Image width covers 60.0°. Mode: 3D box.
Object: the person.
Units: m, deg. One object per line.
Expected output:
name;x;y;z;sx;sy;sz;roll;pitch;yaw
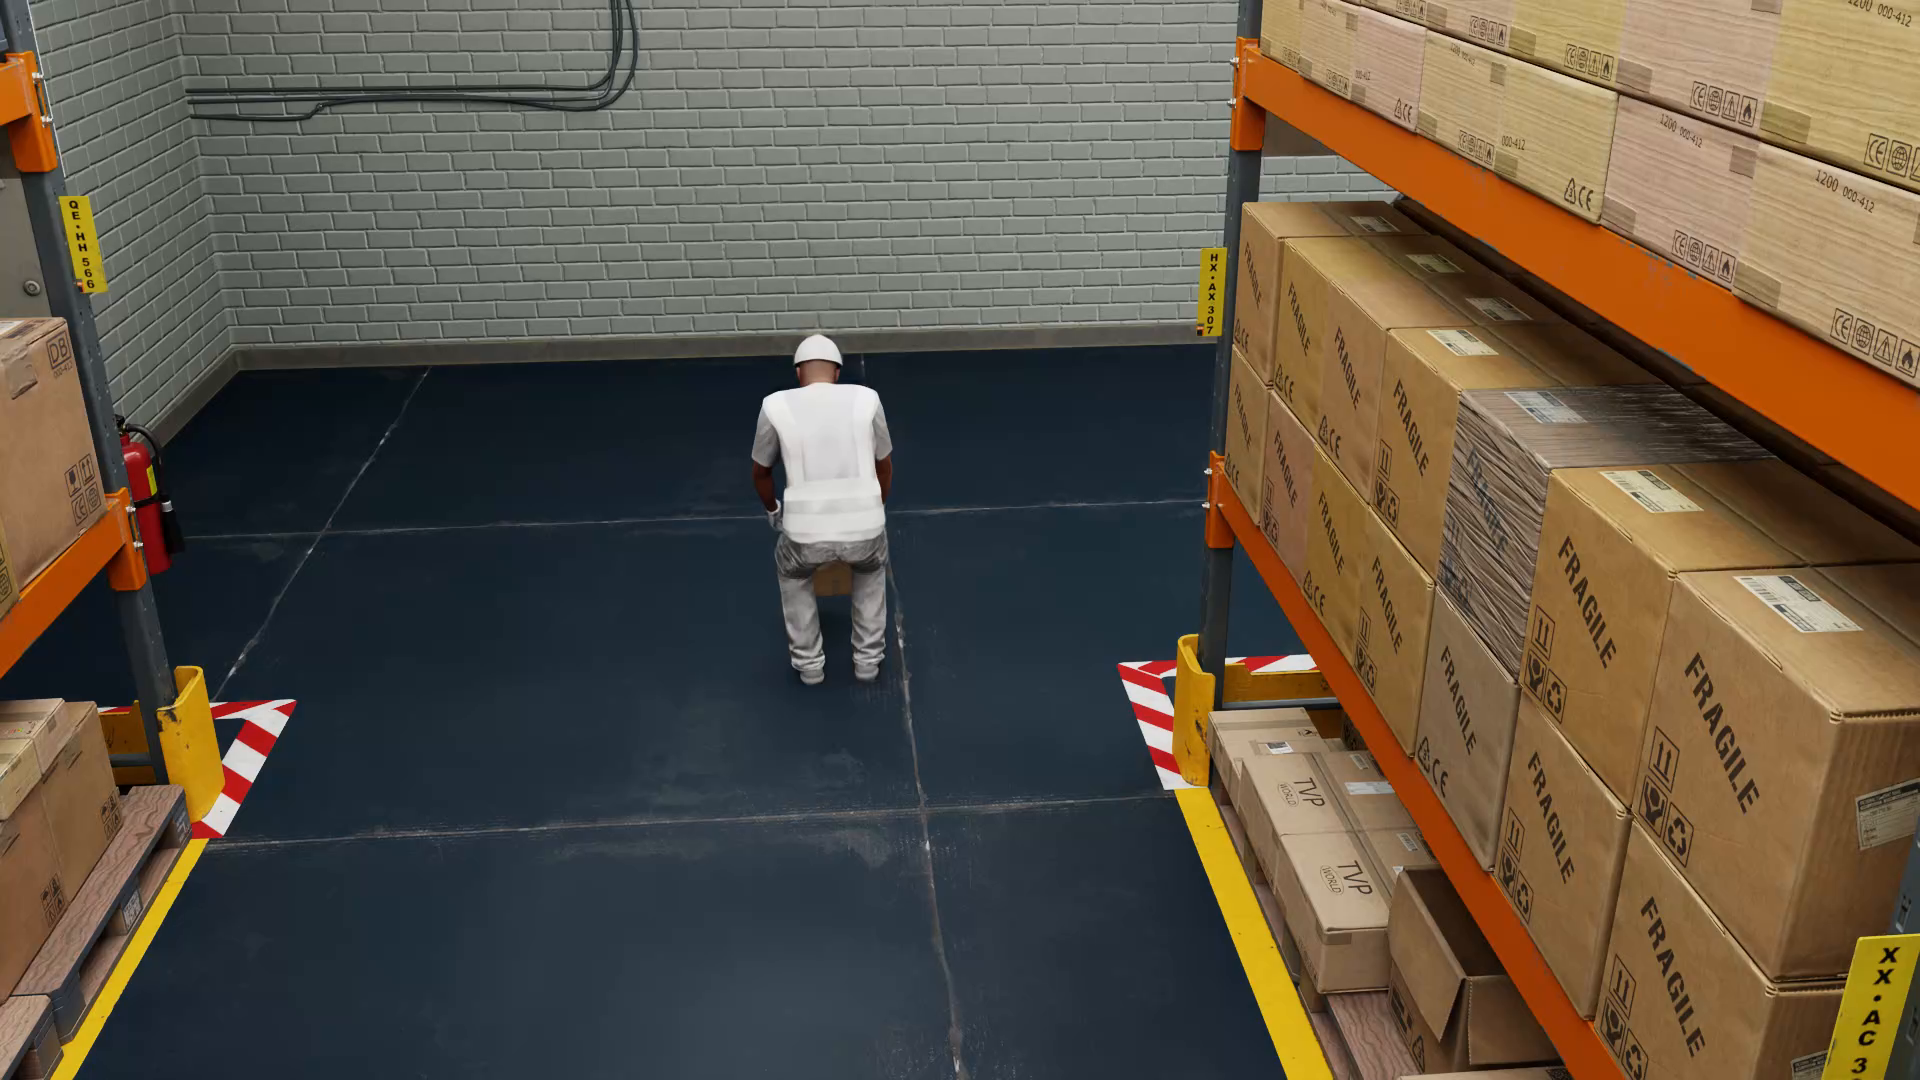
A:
person;-0.591;-0.108;7.216;0.611;1.470;0.737;-2;24;-5
